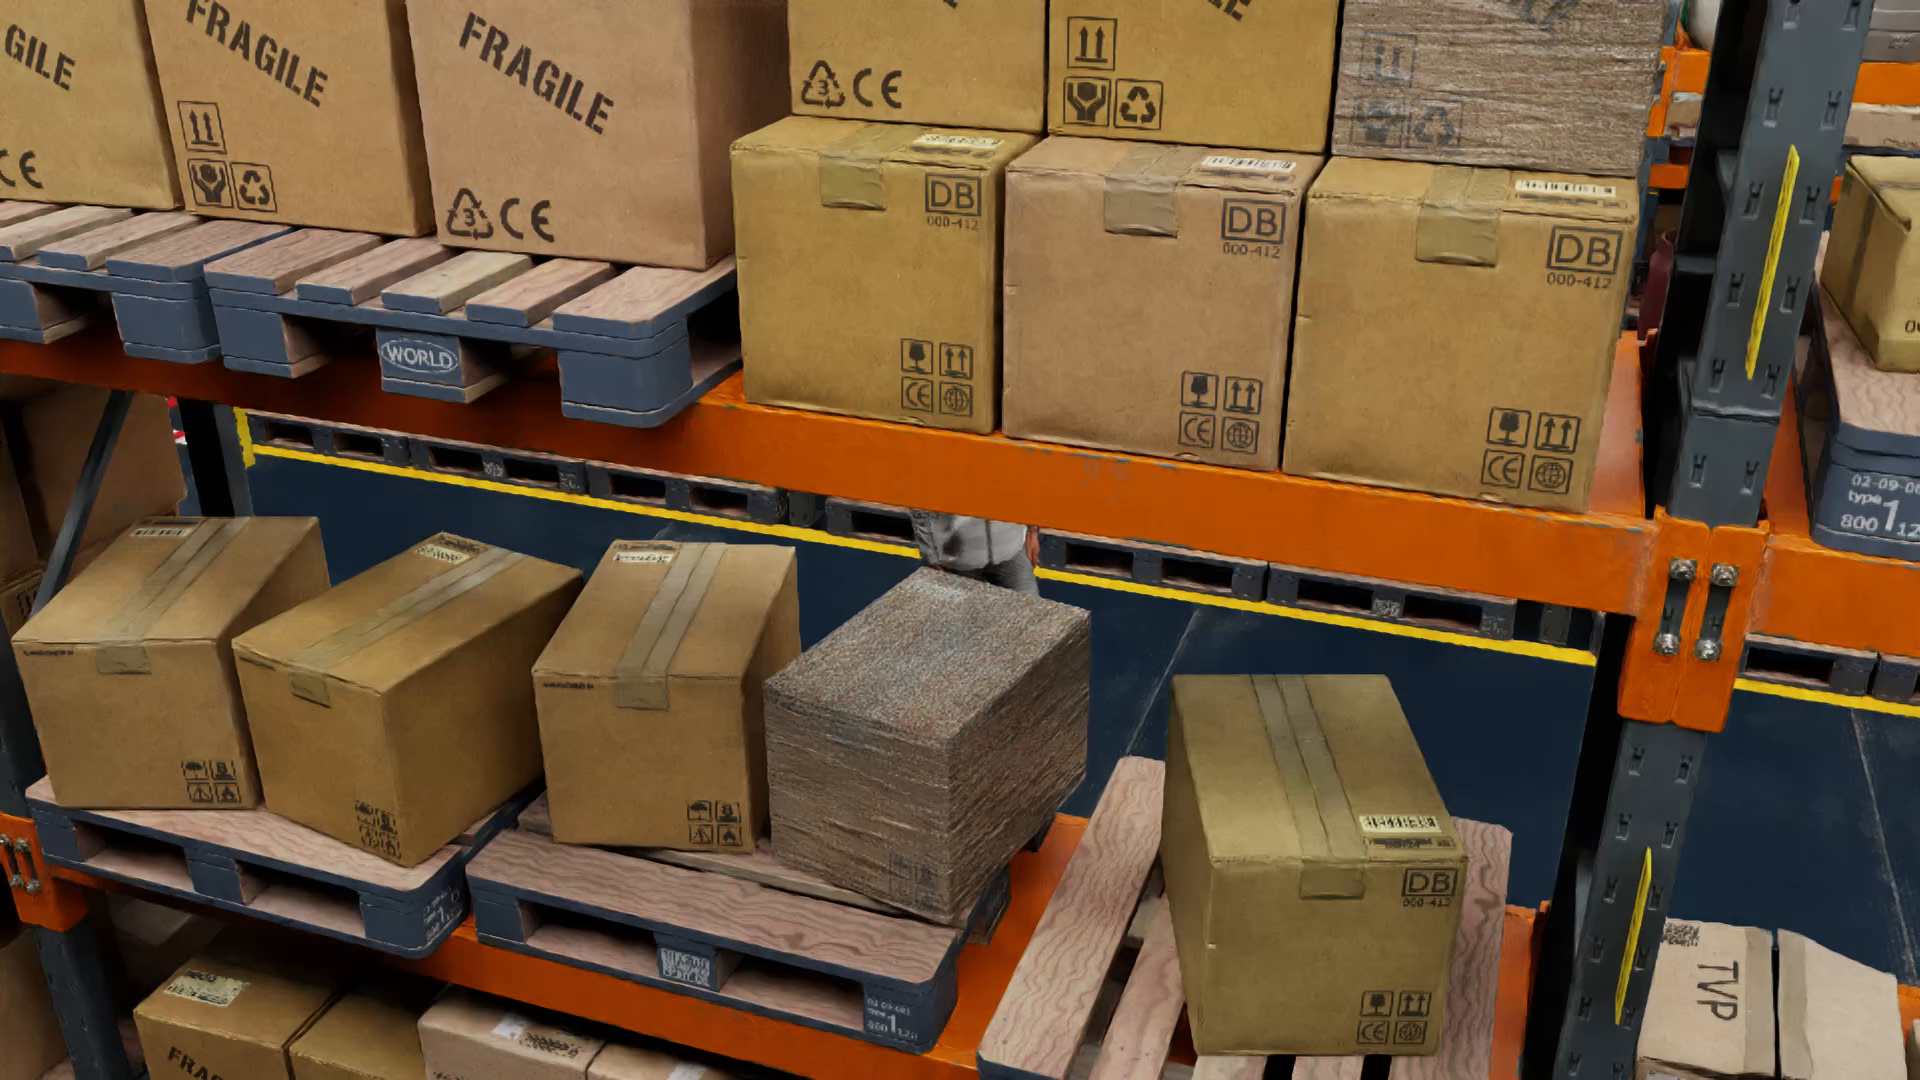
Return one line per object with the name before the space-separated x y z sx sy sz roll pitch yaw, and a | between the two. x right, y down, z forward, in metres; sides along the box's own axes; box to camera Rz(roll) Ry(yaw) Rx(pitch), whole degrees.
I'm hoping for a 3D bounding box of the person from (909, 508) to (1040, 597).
person | 0.048 0.031 7.021 0.592 1.751 0.523 -10 27 -20
